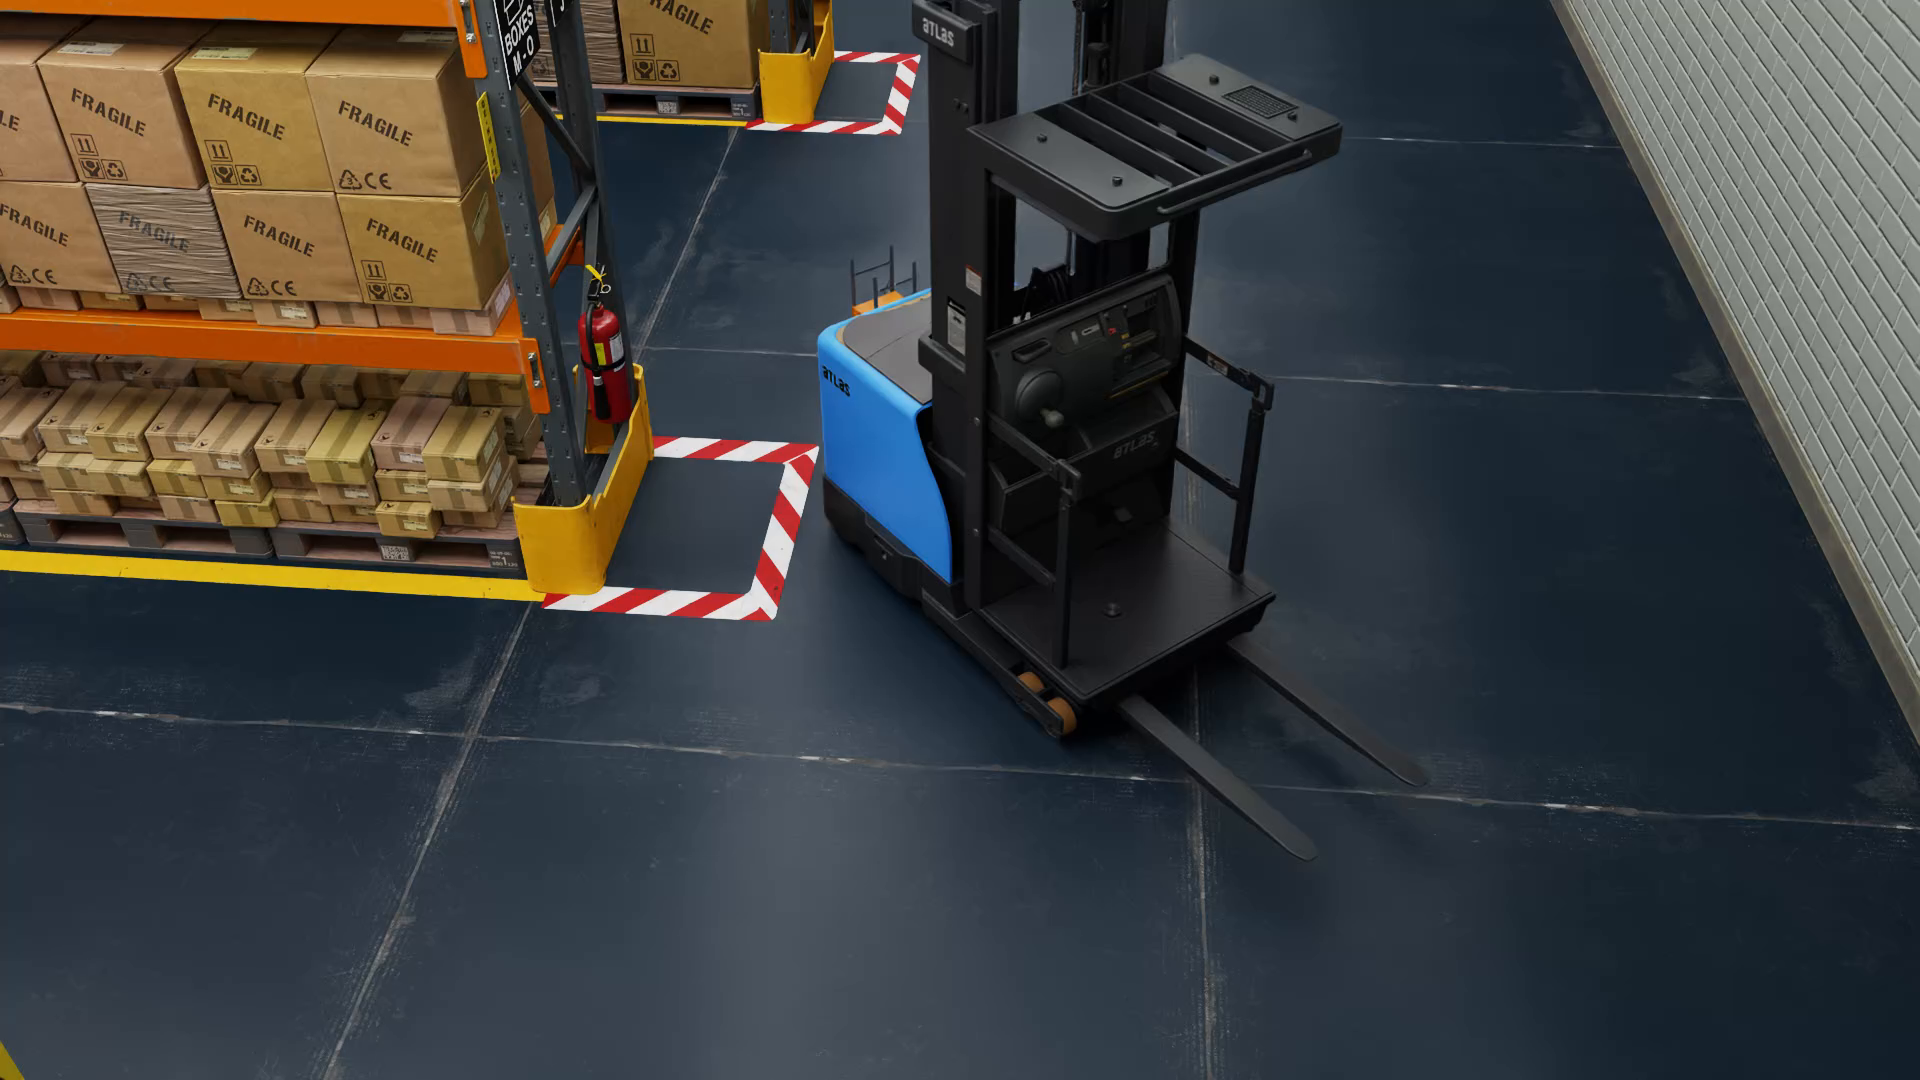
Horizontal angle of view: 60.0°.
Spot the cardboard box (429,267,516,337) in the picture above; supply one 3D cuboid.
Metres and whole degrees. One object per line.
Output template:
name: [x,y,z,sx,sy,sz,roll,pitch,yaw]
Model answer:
cardboard box: [-2.044,-1.022,7.000,0.250,0.149,0.380,3,39,4]

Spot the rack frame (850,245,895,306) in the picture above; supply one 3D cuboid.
rack frame: [-0.406,-0.852,8.017,0.240,1.200,0.006,-25,46,-28]

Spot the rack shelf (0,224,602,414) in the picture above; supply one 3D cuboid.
rack shelf: [-3.687,-1.110,7.478,4.000,0.370,1.077,3,39,4]

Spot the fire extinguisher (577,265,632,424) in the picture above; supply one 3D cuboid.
fire extinguisher: [-1.484,-0.801,6.885,0.183,0.674,0.296,3,39,4]

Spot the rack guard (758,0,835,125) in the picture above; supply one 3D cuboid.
rack guard: [-1.142,-3.423,11.730,0.348,0.500,1.175,3,39,4]

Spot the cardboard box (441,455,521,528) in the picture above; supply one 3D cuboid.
cardboard box: [-2.237,-0.235,7.758,0.250,0.149,0.380,4,39,5]

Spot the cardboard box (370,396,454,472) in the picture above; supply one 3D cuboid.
cardboard box: [-2.489,-0.487,7.597,0.250,0.149,0.380,4,39,5]

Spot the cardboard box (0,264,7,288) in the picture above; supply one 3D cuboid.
cardboard box: [-4.216,-1.394,6.942,0.500,0.500,0.500,2,39,3]

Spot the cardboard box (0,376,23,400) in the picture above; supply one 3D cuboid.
cardboard box: [-4.567,-0.602,7.738,0.250,0.149,0.380,2,39,3]

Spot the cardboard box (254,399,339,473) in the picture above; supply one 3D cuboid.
cardboard box: [-3.011,-0.475,7.583,0.250,0.149,0.380,2,39,2]

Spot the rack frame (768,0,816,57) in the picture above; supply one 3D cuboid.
rack frame: [-1.166,-4.394,10.942,0.127,3.000,1.000,3,39,4]

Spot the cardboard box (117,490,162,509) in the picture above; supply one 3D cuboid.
cardboard box: [-3.780,-0.322,7.865,0.250,0.149,0.380,4,39,5]

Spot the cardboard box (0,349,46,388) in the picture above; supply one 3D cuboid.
cardboard box: [-4.544,-0.869,8.066,0.250,0.149,0.380,4,39,5]

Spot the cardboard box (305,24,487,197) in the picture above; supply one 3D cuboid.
cardboard box: [-2.172,-1.690,6.514,0.500,0.500,0.500,2,39,3]

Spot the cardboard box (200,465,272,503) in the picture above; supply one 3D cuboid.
cardboard box: [-3.280,-0.349,7.663,0.250,0.149,0.380,4,39,5]

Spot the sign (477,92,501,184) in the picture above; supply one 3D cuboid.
sign: [-1.762,-1.504,6.224,0.005,0.325,0.100,3,39,4]

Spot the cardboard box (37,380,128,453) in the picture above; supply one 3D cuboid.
cardboard box: [-4.042,-0.574,7.703,0.250,0.149,0.380,2,39,2]

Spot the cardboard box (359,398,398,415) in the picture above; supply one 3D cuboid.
cardboard box: [-2.714,-0.651,8.034,0.250,0.149,0.380,4,39,4]

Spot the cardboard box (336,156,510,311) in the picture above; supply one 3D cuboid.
cardboard box: [-2.165,-1.297,6.823,0.500,0.500,0.500,4,39,5]

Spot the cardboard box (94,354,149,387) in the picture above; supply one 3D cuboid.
cardboard box: [-3.997,-0.905,8.111,0.250,0.149,0.380,2,39,2]

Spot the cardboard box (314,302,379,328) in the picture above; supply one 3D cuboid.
cardboard box: [-2.540,-1.064,7.050,0.250,0.149,0.380,3,39,3]

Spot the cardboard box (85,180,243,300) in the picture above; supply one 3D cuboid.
cardboard box: [-3.183,-1.350,6.888,0.500,0.500,0.500,3,39,4]

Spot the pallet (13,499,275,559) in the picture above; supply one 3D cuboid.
pallet: [-3.789,-0.337,8.168,1.213,0.211,1.003,3,39,4]

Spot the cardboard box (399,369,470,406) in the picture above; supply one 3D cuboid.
cardboard box: [-2.472,-0.749,7.919,0.250,0.149,0.380,4,39,5]

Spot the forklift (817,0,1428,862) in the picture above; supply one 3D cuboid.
forklift: [0.636,-0.671,6.423,1.130,2.935,3.031,-25,46,-28]

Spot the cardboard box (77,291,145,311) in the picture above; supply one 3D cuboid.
cardboard box: [-3.585,-1.152,7.159,0.250,0.149,0.380,4,39,5]

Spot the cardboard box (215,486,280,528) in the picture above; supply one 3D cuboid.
cardboard box: [-3.264,-0.233,7.757,0.250,0.149,0.380,1,39,2]

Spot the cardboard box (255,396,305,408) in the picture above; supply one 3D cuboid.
cardboard box: [-3.233,-0.688,8.079,0.250,0.149,0.380,1,39,2]

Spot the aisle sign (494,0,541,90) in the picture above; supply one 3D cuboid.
aisle sign: [-1.648,-2.095,6.059,0.004,0.787,0.394,3,39,4]

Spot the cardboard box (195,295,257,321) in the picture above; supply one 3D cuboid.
cardboard box: [-3.056,-1.096,7.090,0.250,0.149,0.380,2,39,2]

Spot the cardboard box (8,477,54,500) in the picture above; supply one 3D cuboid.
cardboard box: [-4.299,-0.363,7.916,0.250,0.149,0.380,2,39,2]

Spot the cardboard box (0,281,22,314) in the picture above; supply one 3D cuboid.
cardboard box: [-4.110,-1.138,7.141,0.250,0.149,0.380,5,39,6]

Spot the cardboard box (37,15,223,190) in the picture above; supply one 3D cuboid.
cardboard box: [-3.196,-1.741,6.576,0.500,0.500,0.500,5,39,6]

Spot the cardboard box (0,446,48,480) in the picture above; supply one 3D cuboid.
cardboard box: [-4.300,-0.455,7.794,0.250,0.149,0.380,5,39,6]

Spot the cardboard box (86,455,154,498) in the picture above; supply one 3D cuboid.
cardboard box: [-3.811,-0.372,7.692,0.250,0.149,0.380,4,39,4]

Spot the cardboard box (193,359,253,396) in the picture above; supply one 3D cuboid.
cardboard box: [-3.500,-0.869,8.067,0.250,0.149,0.380,4,39,5]

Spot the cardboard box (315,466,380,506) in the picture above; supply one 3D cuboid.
cardboard box: [-2.763,-0.329,7.638,0.250,0.149,0.380,2,39,2]

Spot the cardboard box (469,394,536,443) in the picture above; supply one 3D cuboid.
cardboard box: [-2.194,-0.642,8.024,0.250,0.149,0.380,5,39,6]

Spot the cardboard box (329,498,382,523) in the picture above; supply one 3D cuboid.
cardboard box: [-2.758,-0.254,7.781,0.250,0.149,0.380,3,39,4]

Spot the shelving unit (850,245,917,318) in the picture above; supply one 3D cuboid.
shelving unit: [-0.351,-0.806,7.960,0.258,1.200,0.189,-25,46,-28]

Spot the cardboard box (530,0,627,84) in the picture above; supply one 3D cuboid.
cardboard box: [-2.717,-3.767,11.522,0.875,0.875,0.875,3,39,4]

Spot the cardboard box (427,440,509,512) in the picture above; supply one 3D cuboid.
cardboard box: [-2.245,-0.302,7.605,0.250,0.149,0.380,2,39,3]

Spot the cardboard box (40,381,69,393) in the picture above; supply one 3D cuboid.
cardboard box: [-4.302,-0.766,8.175,0.250,0.149,0.380,4,39,5]

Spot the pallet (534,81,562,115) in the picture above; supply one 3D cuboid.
pallet: [-3.182,-3.375,11.899,1.213,0.211,1.003,3,39,4]

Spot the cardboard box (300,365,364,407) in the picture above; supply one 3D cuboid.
cardboard box: [-2.967,-0.805,7.988,0.250,0.149,0.380,1,39,2]

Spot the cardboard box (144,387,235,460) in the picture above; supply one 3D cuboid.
cardboard box: [-3.536,-0.539,7.661,0.250,0.149,0.380,2,39,2]
